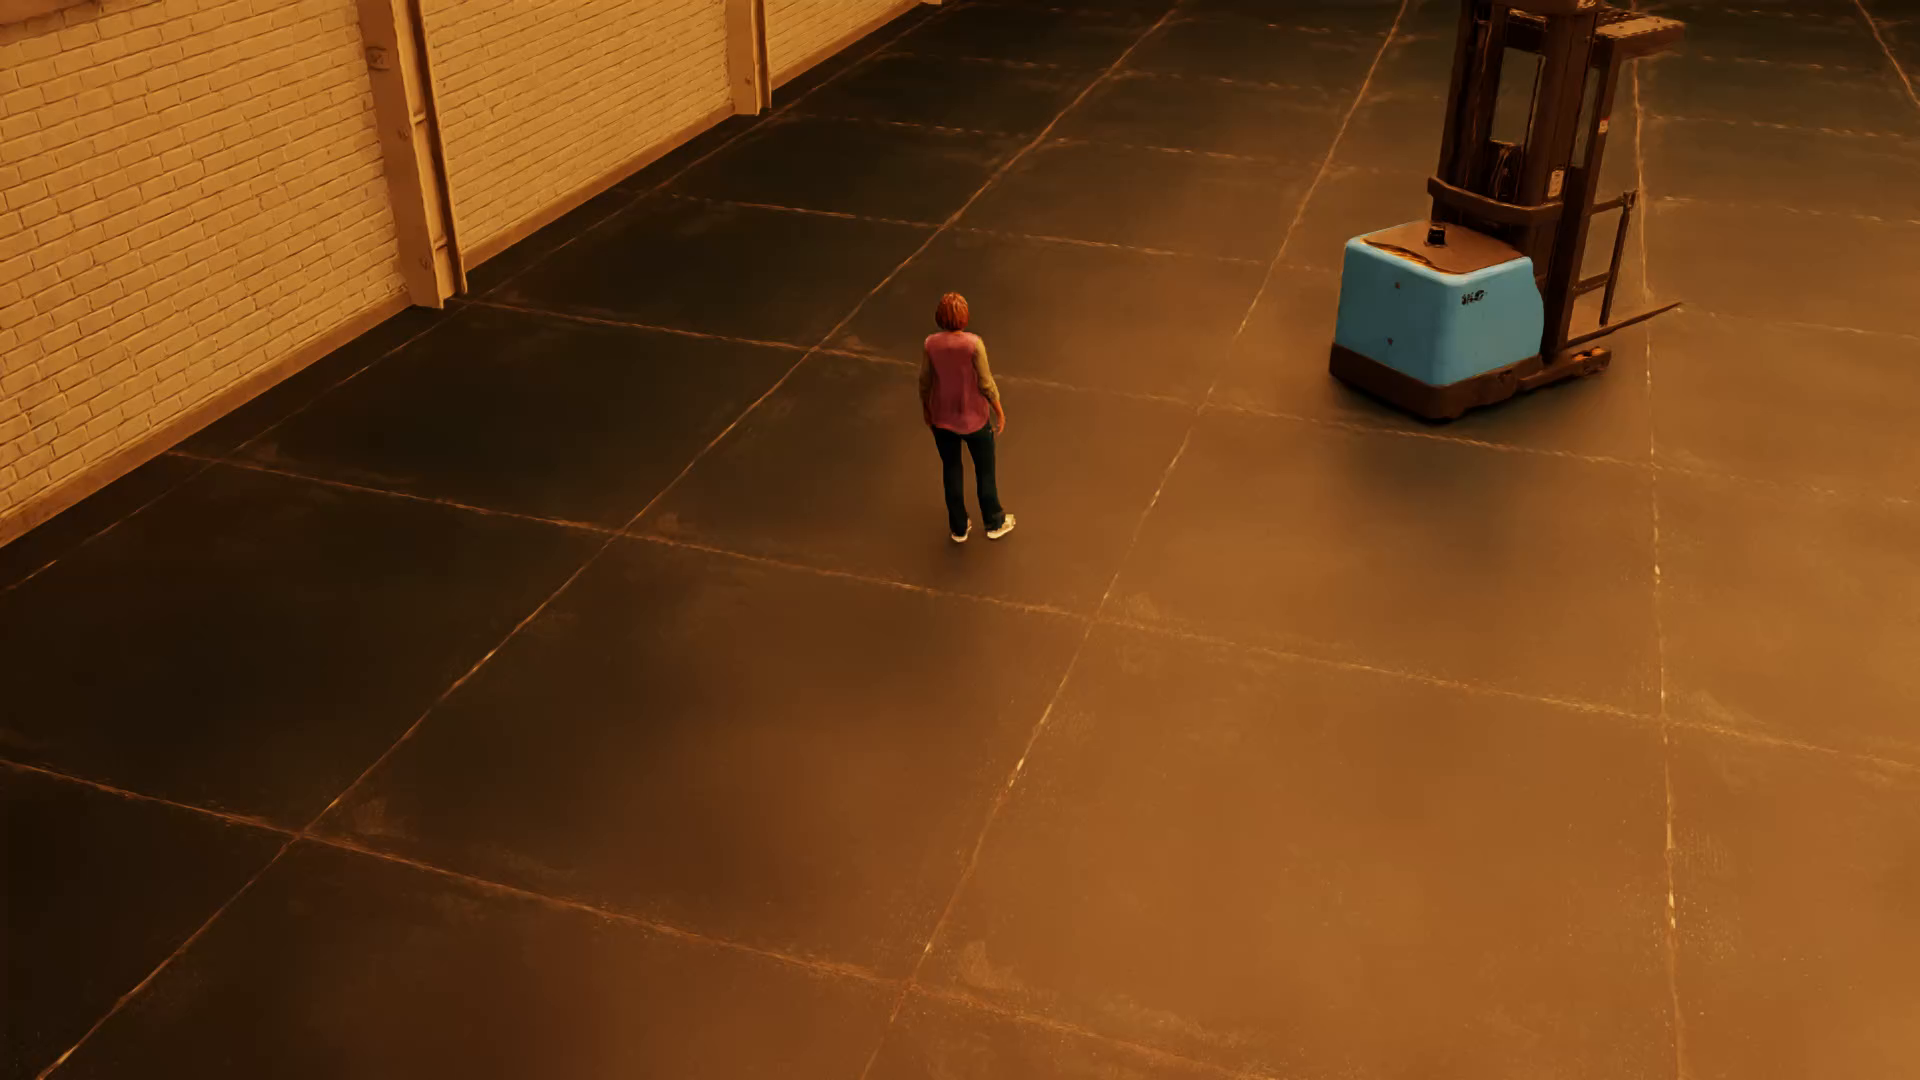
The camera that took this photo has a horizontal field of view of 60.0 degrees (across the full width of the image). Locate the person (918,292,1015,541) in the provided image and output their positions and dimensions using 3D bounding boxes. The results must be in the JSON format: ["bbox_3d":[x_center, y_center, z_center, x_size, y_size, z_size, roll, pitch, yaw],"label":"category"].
[{"bbox_3d":[0.037,-0.732,9.754,0.520,1.597,0.474,10,31,16],"label":"person"}]

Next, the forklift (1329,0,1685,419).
[{"bbox_3d":[4.193,-2.662,11.806,3.031,2.935,1.130,-19,35,-29],"label":"forklift"}]
